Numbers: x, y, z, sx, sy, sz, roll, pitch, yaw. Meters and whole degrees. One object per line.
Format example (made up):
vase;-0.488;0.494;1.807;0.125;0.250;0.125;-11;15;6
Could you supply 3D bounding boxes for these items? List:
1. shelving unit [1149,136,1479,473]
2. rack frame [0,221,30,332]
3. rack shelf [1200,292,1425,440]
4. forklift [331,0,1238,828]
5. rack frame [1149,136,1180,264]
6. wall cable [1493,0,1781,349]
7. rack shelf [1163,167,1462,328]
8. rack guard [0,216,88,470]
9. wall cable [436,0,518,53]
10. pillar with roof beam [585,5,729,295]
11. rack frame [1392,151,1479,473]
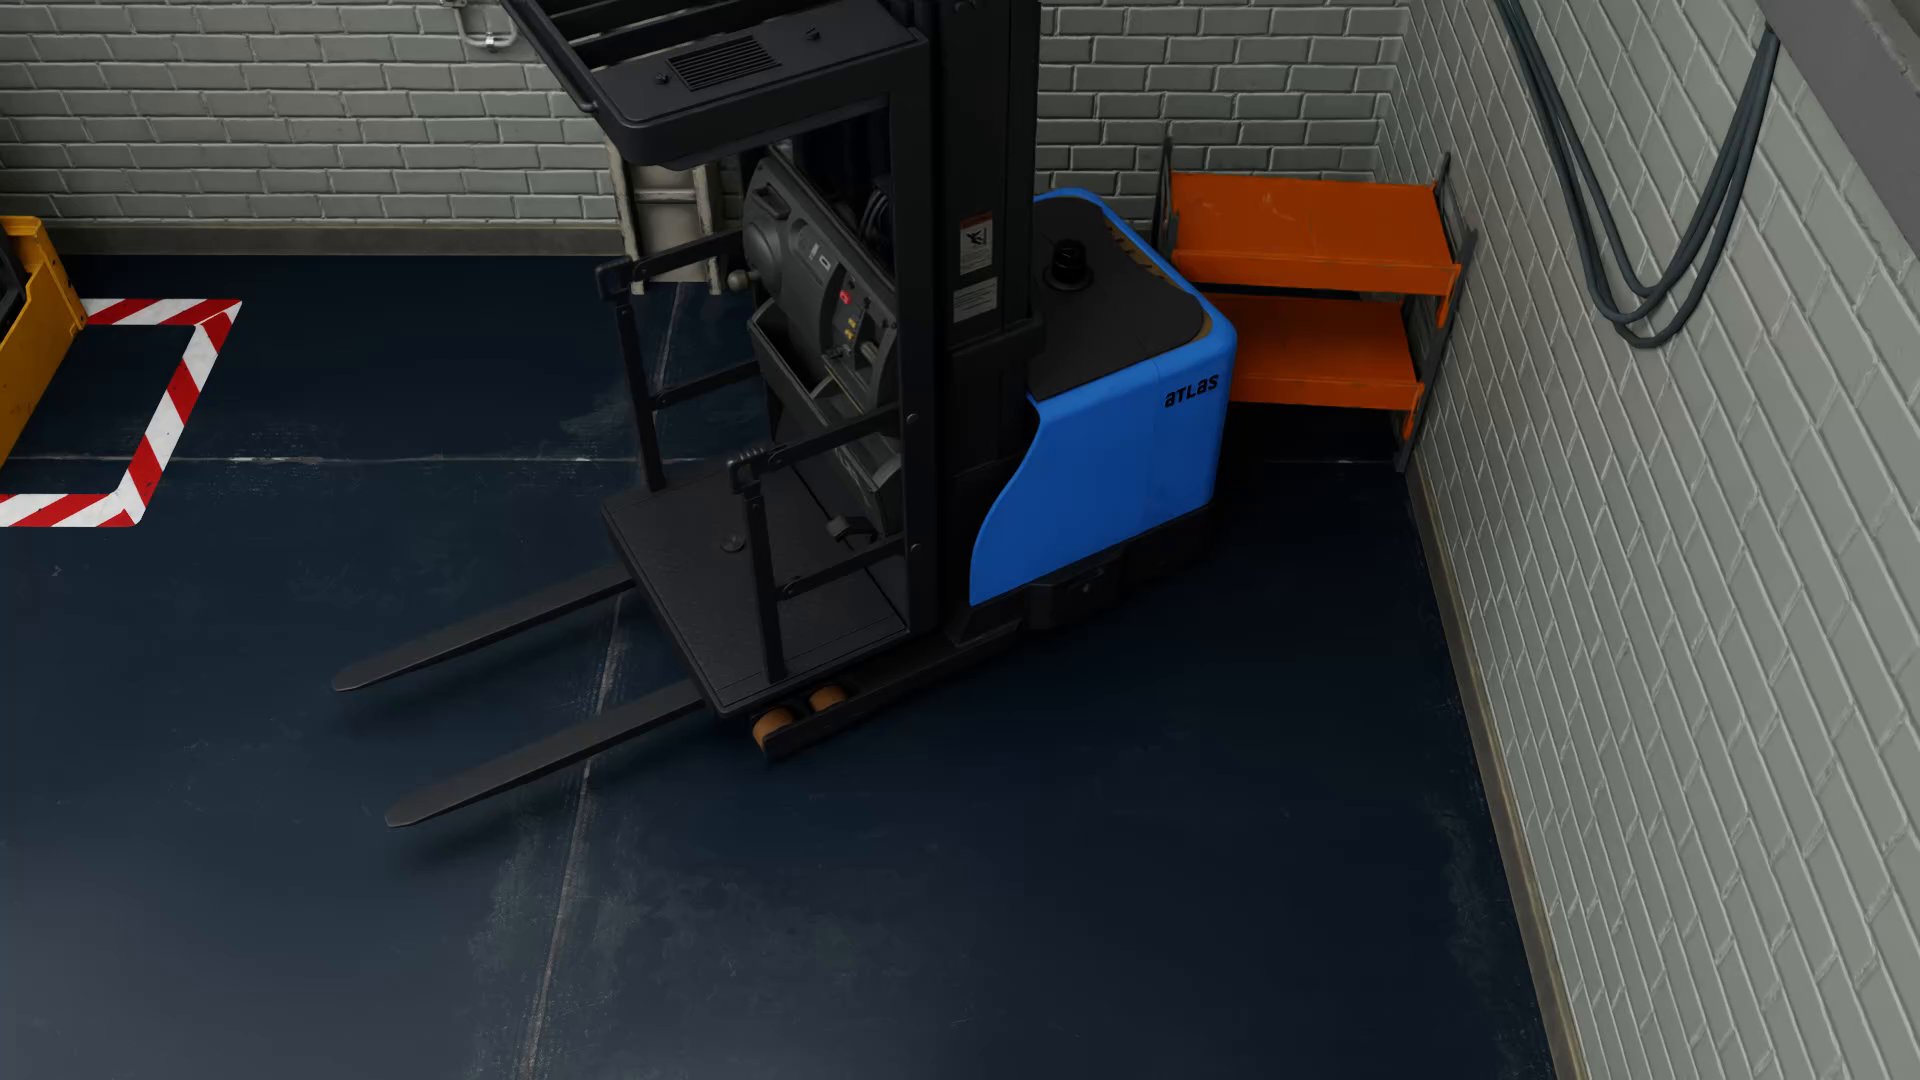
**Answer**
shelving unit;1.229;-0.858;6.222;1.048;1.125;0.538;3;46;0
rack frame;-3.935;-1.579;5.670;0.127;3.000;1.000;0;47;0
rack shelf;1.221;-0.688;6.398;1.000;0.278;0.538;3;46;0
forklift;-0.608;-0.721;4.919;3.031;2.935;1.130;-23;51;-20
rack frame;0.722;-0.885;6.224;0.032;1.125;0.500;3;46;0
wall cable;1.720;-2.288;4.353;0.112;2.526;3.097;0;47;0
rack shelf;1.239;-1.062;6.012;1.000;0.278;0.538;3;46;0
rack guard;-3.911;-0.727;6.585;0.348;0.500;1.175;0;47;0
wall cable;-2.651;-2.614;5.940;1.851;1.984;0.084;0;47;0
pillar with roof beam;-1.248;-1.097;1.124;0.400;9.000;9.100;0;47;0
rack frame;1.737;-0.831;6.220;0.032;1.125;0.500;3;46;0
